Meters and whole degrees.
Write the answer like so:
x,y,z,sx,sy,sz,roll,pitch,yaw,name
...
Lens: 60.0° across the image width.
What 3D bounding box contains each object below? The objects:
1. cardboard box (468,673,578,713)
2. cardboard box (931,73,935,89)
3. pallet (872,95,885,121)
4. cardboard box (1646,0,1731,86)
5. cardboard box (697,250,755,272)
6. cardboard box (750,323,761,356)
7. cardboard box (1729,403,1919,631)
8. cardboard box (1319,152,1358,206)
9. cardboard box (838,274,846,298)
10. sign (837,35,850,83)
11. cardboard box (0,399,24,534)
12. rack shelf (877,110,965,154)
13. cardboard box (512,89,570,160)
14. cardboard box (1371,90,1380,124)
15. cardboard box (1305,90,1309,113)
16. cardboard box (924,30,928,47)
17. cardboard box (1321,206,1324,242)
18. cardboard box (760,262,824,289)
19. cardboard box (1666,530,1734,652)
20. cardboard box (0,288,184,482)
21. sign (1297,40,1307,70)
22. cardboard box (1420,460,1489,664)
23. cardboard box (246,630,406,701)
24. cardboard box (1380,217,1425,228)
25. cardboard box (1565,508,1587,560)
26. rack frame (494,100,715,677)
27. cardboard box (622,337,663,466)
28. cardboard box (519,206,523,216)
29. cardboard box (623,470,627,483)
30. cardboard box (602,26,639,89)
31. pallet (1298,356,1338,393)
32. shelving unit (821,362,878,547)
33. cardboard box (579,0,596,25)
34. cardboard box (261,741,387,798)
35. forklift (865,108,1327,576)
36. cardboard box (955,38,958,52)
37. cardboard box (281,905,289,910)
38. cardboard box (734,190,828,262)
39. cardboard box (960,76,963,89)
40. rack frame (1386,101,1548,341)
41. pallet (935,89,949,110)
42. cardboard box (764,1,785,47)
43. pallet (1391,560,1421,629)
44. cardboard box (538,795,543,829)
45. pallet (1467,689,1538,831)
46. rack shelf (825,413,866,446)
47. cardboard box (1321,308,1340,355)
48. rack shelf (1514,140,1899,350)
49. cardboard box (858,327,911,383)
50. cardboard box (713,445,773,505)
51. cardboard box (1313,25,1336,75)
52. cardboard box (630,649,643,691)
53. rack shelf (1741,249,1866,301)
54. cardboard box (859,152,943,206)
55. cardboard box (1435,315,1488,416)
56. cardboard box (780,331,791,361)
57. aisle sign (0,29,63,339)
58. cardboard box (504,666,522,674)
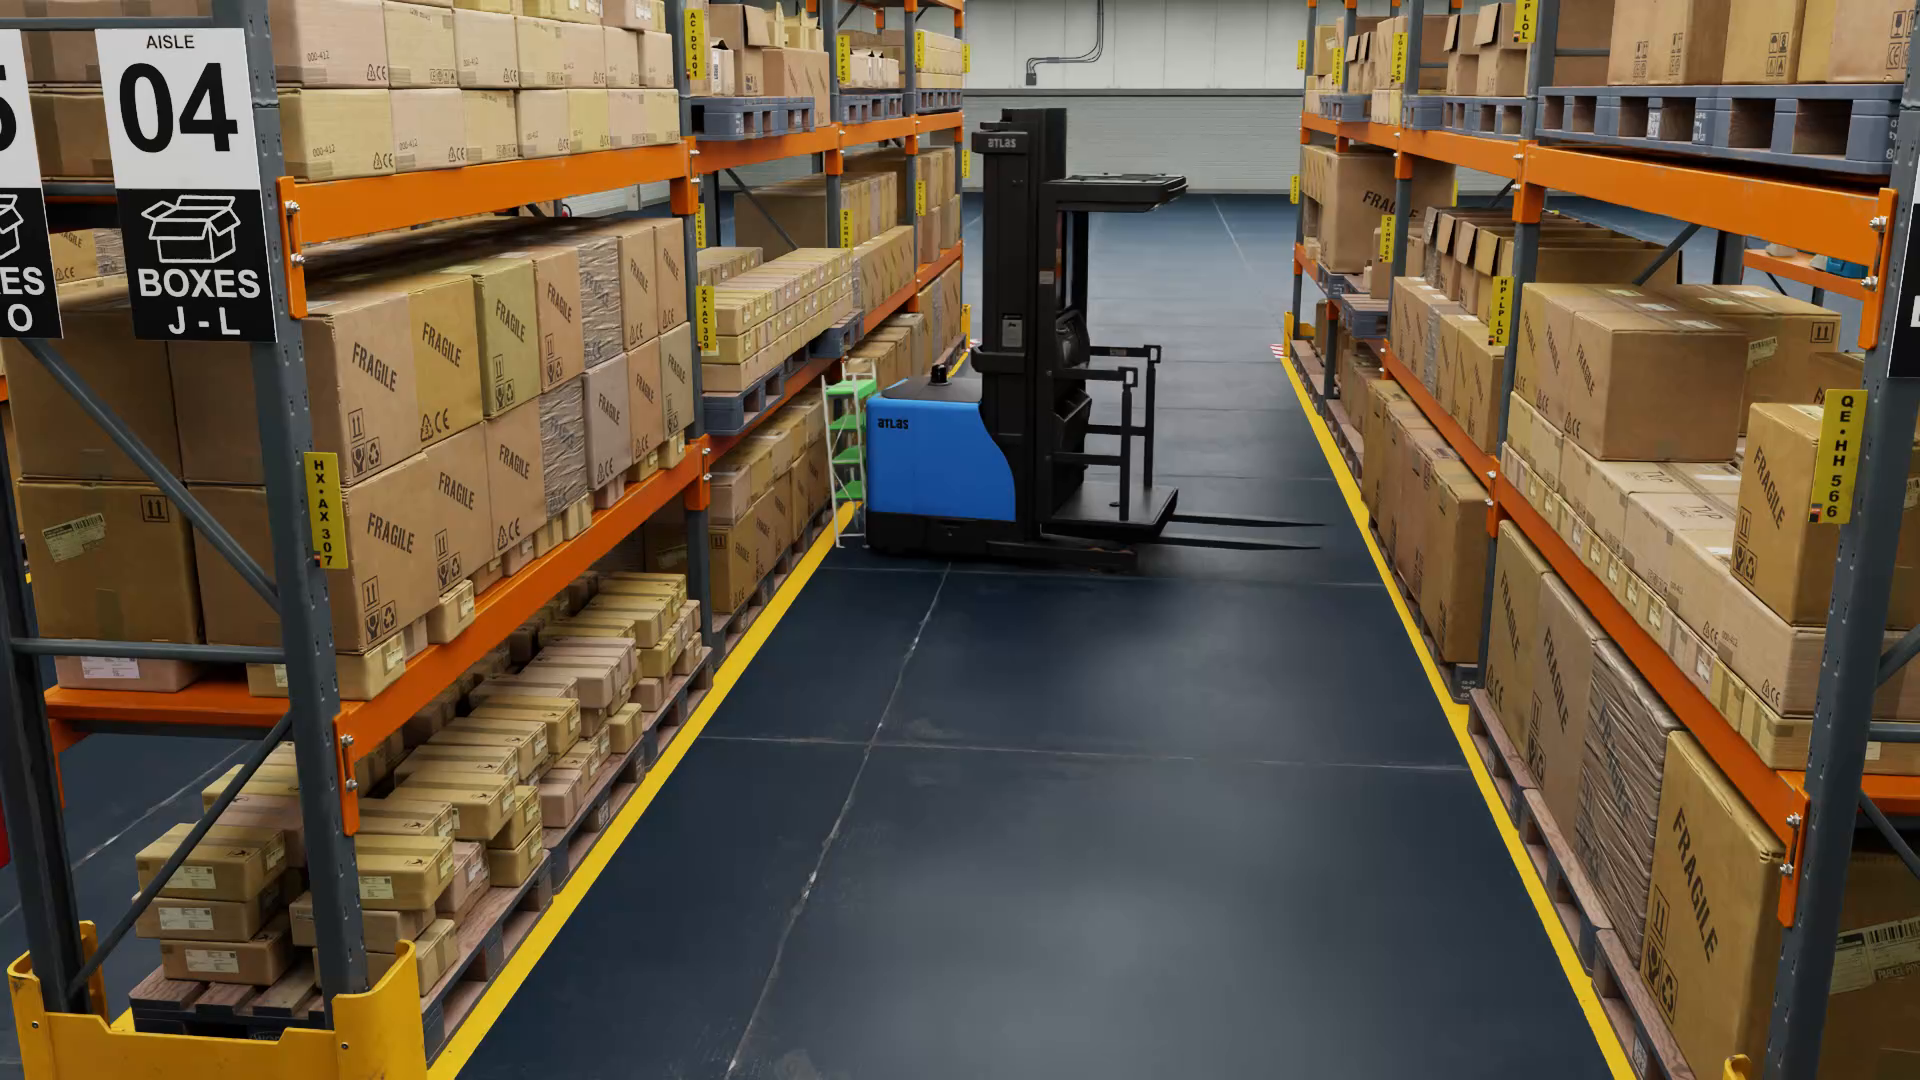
x,y,z,sx,sy,sz,roll,pitch,yaw,name
-1.818,0.673,6.943,0.380,0.149,0.250,2,15,6,cardboard box
-0.459,-4.648,16.845,0.380,0.149,0.250,1,15,5,cardboard box
-1.231,-3.568,13.724,1.003,0.211,1.213,2,15,9,pallet
2.797,-1.814,5.690,0.700,0.500,0.500,2,15,9,cardboard box
-1.647,-1.937,11.615,0.380,0.149,0.250,1,15,5,cardboard box
-1.297,-1.096,9.074,0.380,0.149,0.250,1,15,5,cardboard box
2.434,-0.072,4.463,0.500,0.500,0.500,2,15,7,cardboard box
3.826,-3.546,16.353,0.500,0.500,0.500,2,15,6,cardboard box
-1.006,-1.766,11.554,0.380,0.149,0.250,2,15,8,cardboard box
-0.836,-3.433,11.875,0.100,0.325,0.005,2,15,6,sign
-6.671,-0.409,10.694,0.875,0.875,0.875,2,15,8,cardboard box
-0.697,-4.409,17.852,1.077,0.370,4.000,2,15,6,rack shelf
-1.795,-1.566,6.246,0.500,0.250,0.500,2,15,6,cardboard box
3.454,-3.345,12.827,0.500,0.250,0.500,2,15,8,cardboard box
4.134,-4.913,18.625,0.500,0.250,0.500,2,15,8,cardboard box
-0.517,-4.903,16.258,0.380,0.149,0.250,2,15,6,cardboard box
4.154,-3.185,16.934,0.875,0.500,0.500,2,15,6,cardboard box
-1.094,-1.715,10.796,0.380,0.149,0.250,2,15,6,cardboard box
2.489,0.159,5.045,0.500,0.250,0.500,1,15,5,cardboard box
-2.473,-0.478,5.005,0.500,0.500,0.500,1,15,5,cardboard box
3.906,-5.540,18.984,0.100,0.325,0.005,2,15,6,sign
3.143,0.114,8.760,1.225,0.875,0.875,2,15,6,cardboard box
-1.915,0.370,5.029,0.380,0.149,0.250,2,15,6,cardboard box
3.890,-2.417,13.853,0.797,0.503,0.637,3,15,12,cardboard box
2.581,-0.018,6.463,0.380,0.149,0.250,2,15,7,cardboard box
-1.826,-0.715,8.558,1.000,3.000,0.127,2,15,6,rack frame
-1.659,-0.638,7.514,0.500,0.500,0.500,1,15,5,cardboard box
-5.310,-3.730,18.949,0.500,0.500,0.500,2,15,6,cardboard box
-1.733,-0.310,7.543,0.380,0.149,0.250,1,15,5,cardboard box
-1.696,-2.070,7.153,0.500,0.250,0.500,1,15,4,cardboard box
4.170,-1.764,17.780,1.003,0.211,1.213,2,15,6,pallet
-0.724,-0.596,11.536,0.258,1.200,0.503,-1,15,13,shelving unit
-1.699,-2.164,6.738,0.380,0.149,0.250,1,15,4,cardboard box
-2.389,0.865,6.235,0.380,0.149,0.250,1,15,4,cardboard box
0.932,-1.338,10.995,3.031,2.935,1.130,4,16,15,forklift
-0.231,-5.561,18.692,0.380,0.149,0.250,2,15,7,cardboard box
-2.497,1.284,5.824,0.380,0.149,0.250,2,15,8,cardboard box
-1.314,-2.399,12.681,0.700,0.500,0.500,2,15,6,cardboard box
-0.173,-5.308,19.286,0.380,0.149,0.250,2,15,6,cardboard box
3.542,-1.580,11.758,1.000,3.000,0.127,2,15,6,rack frame
-0.680,-4.722,17.802,1.003,0.211,1.213,2,15,6,pallet
-1.287,-3.171,10.238,0.396,0.266,0.258,2,15,6,cardboard box
3.238,0.284,10.207,1.003,0.211,1.213,2,15,6,pallet
-1.859,1.103,6.494,0.380,0.149,0.250,2,15,6,cardboard box
2.928,0.999,7.564,1.003,0.211,1.213,2,15,6,pallet
-0.736,-0.766,11.493,0.258,0.148,0.480,-1,15,13,rack shelf
4.325,-2.333,18.528,0.500,0.500,0.500,6,16,21,cardboard box
2.865,-1.124,5.705,1.077,0.370,4.000,2,15,6,rack shelf
-1.016,-1.492,14.940,1.050,0.750,0.750,2,15,6,cardboard box
-1.422,-0.395,9.923,0.500,0.250,0.500,2,15,8,cardboard box
4.009,-5.159,17.528,0.500,0.500,0.500,2,15,6,cardboard box
-1.702,0.609,7.750,0.380,0.149,0.250,2,15,7,cardboard box
9.141,-2.643,17.067,1.077,0.370,4.000,2,15,6,rack shelf
-0.651,-3.898,17.973,0.875,0.550,0.500,2,15,6,cardboard box
2.987,-0.984,9.362,0.500,0.500,0.500,2,15,6,cardboard box
-1.209,-1.153,9.855,0.380,0.149,0.250,1,15,4,cardboard box
-2.584,-0.922,4.345,0.394,0.787,0.004,2,15,6,aisle sign
-2.203,0.673,7.514,0.380,0.149,0.250,2,15,9,cardboard box
